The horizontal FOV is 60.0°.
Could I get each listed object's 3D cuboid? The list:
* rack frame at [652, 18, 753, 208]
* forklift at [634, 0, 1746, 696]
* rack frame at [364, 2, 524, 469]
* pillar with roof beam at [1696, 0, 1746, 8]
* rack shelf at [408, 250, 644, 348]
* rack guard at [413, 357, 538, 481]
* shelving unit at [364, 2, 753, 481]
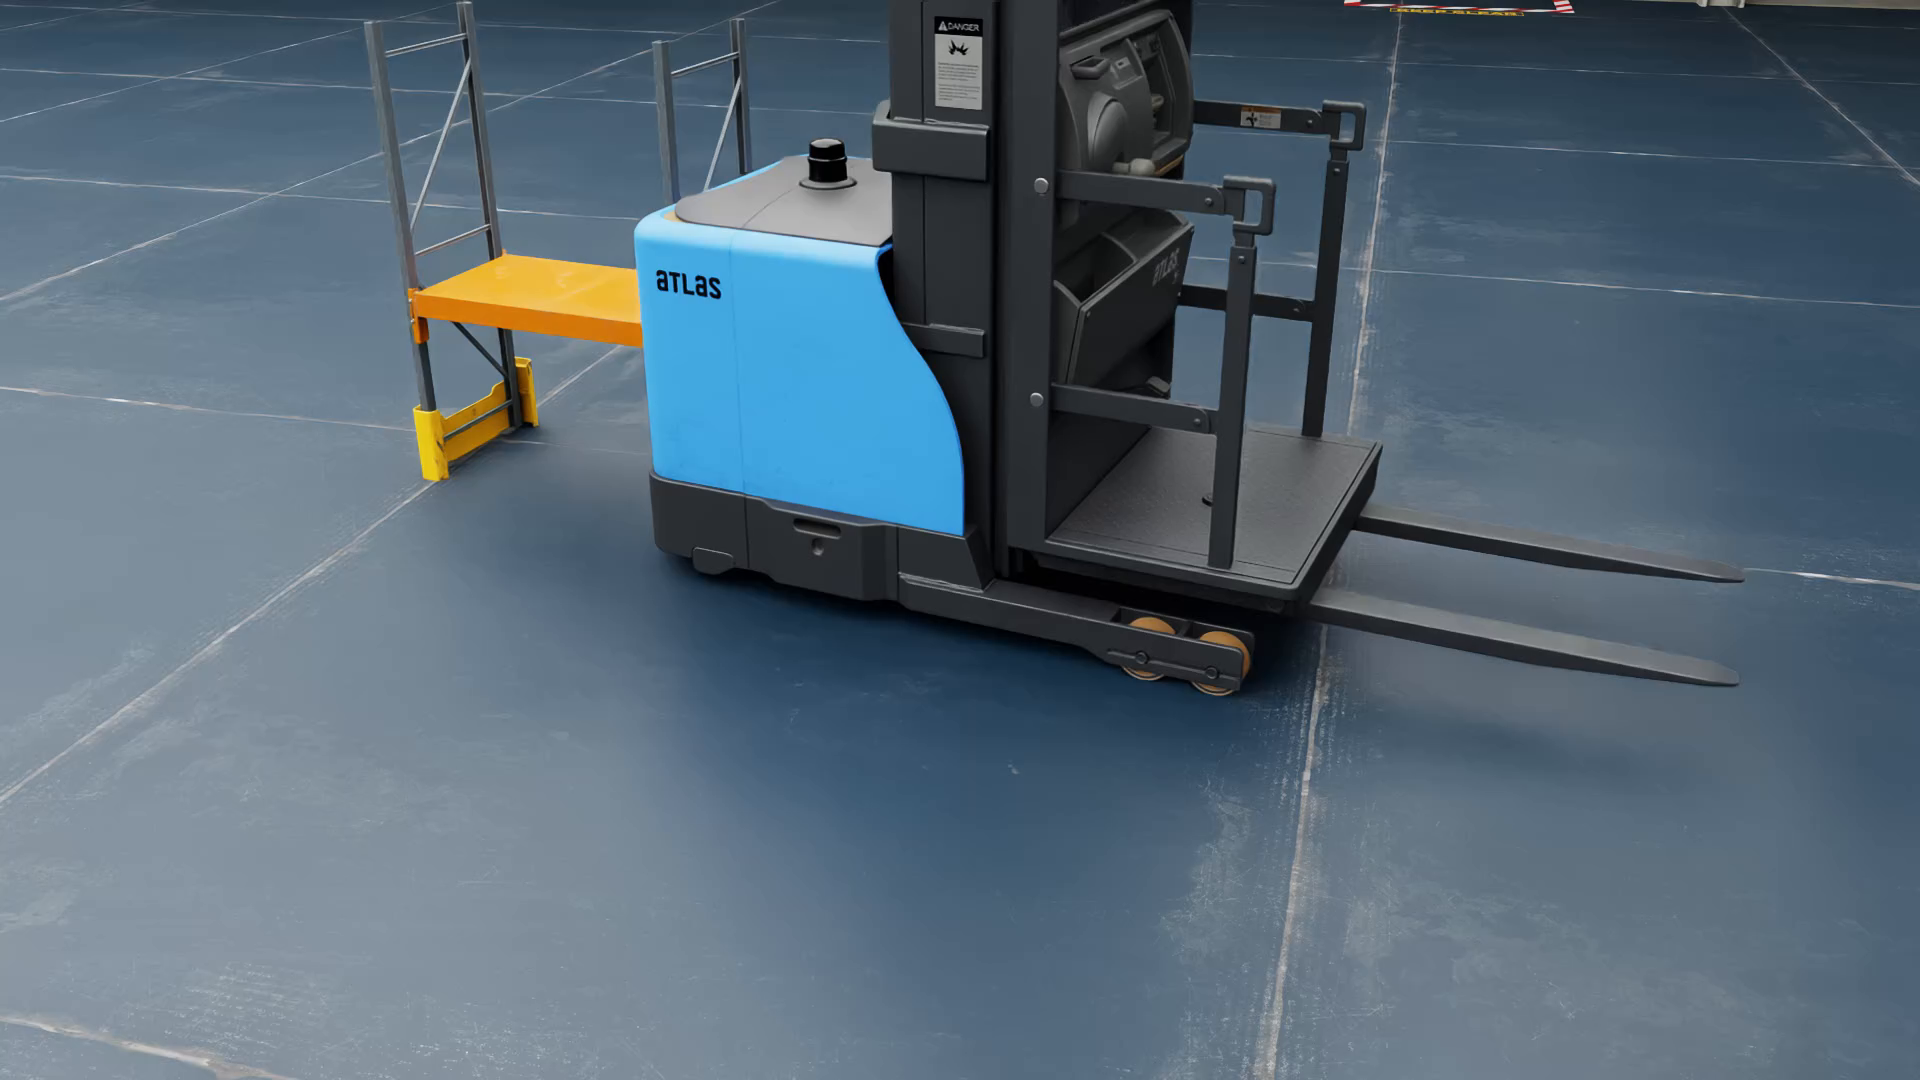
[{"bbox_3d":[-0.772,-0.840,5.269,0.032,1.500,0.500,10,27,19],"label":"rack frame"},{"bbox_3d":[0.631,-1.172,4.303,3.031,2.935,1.130,11,28,22],"label":"forklift"},{"bbox_3d":[-1.717,-1.001,5.609,0.032,1.500,0.500,10,27,19],"label":"rack frame"},{"bbox_3d":[6.332,-7.485,10.503,0.400,9.000,9.100,6,26,13],"label":"pillar with roof beam"},{"bbox_3d":[-1.245,-0.758,5.516,1.000,0.185,0.538,10,27,19],"label":"rack shelf"},{"bbox_3d":[-1.699,-0.434,5.871,0.087,0.250,0.587,10,27,19],"label":"rack guard"},{"bbox_3d":[-1.236,-0.919,5.436,1.083,1.500,0.587,10,27,19],"label":"shelving unit"}]
